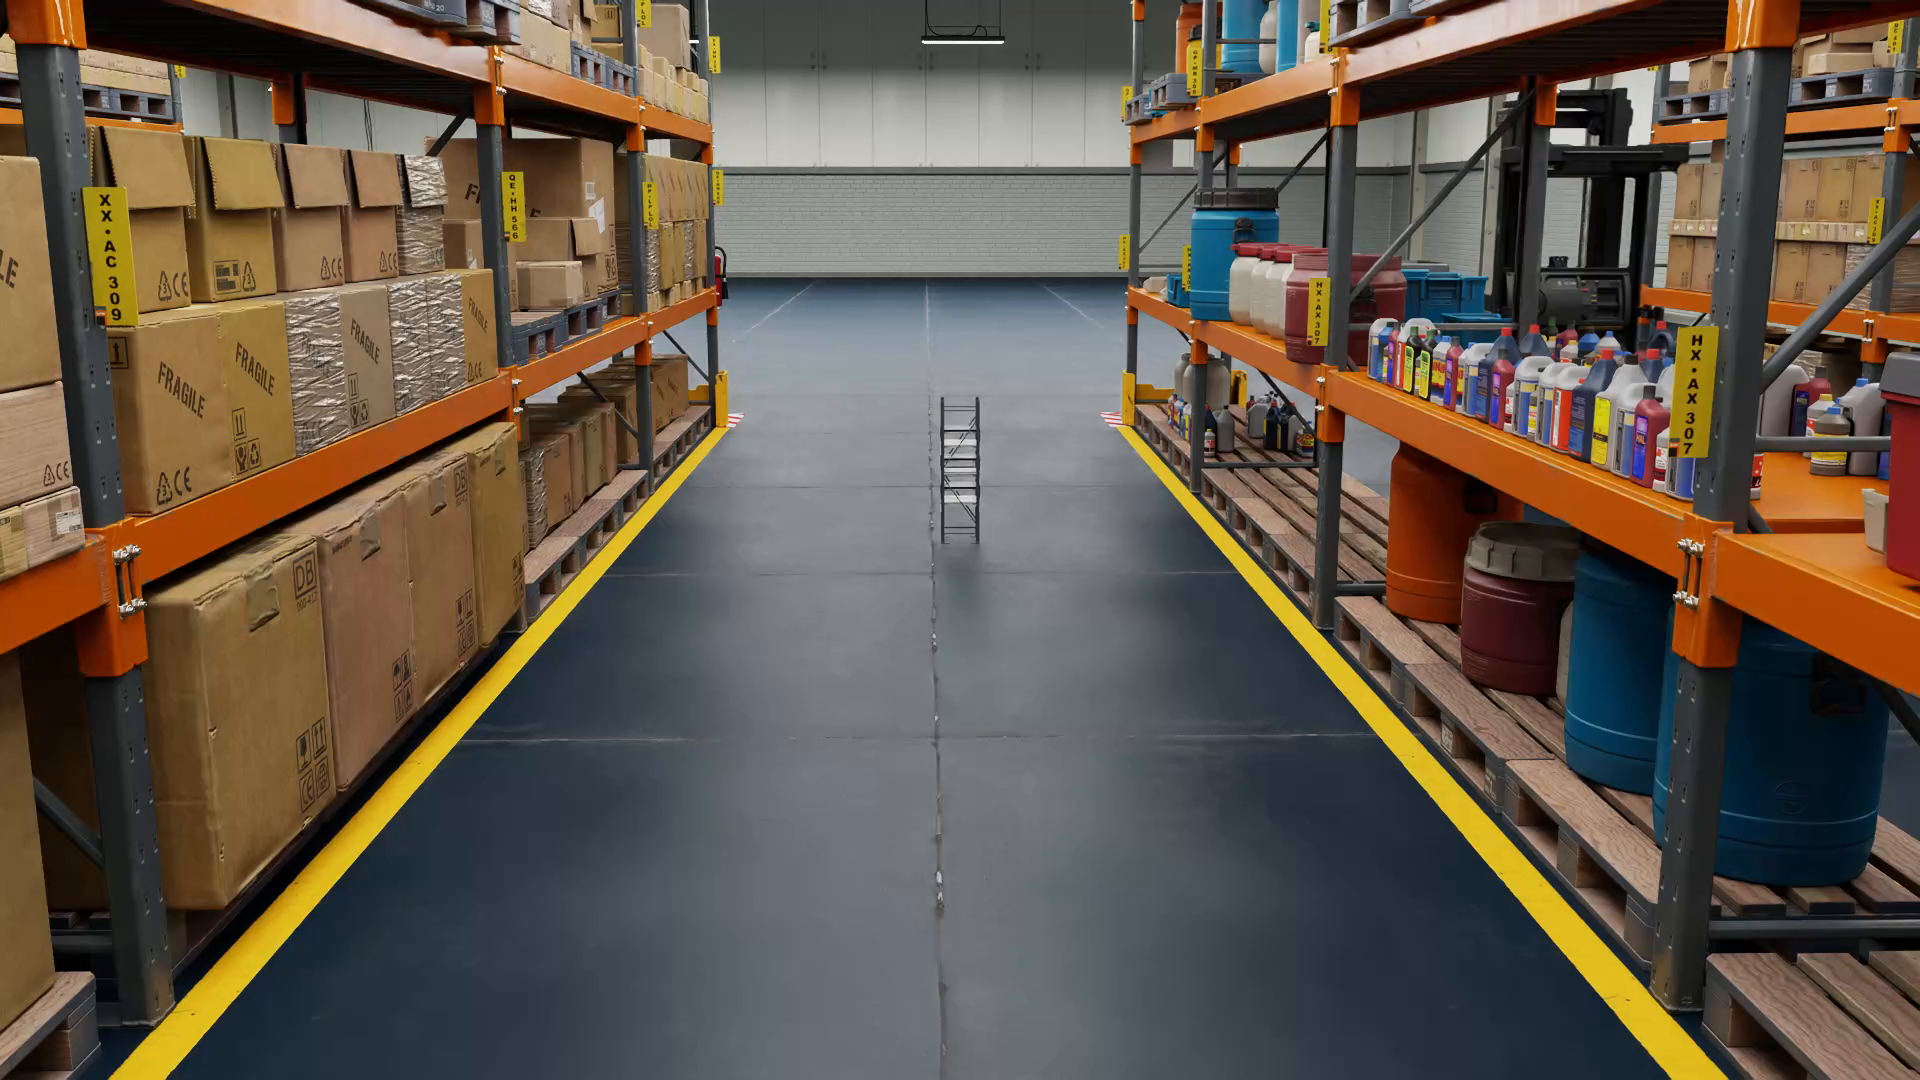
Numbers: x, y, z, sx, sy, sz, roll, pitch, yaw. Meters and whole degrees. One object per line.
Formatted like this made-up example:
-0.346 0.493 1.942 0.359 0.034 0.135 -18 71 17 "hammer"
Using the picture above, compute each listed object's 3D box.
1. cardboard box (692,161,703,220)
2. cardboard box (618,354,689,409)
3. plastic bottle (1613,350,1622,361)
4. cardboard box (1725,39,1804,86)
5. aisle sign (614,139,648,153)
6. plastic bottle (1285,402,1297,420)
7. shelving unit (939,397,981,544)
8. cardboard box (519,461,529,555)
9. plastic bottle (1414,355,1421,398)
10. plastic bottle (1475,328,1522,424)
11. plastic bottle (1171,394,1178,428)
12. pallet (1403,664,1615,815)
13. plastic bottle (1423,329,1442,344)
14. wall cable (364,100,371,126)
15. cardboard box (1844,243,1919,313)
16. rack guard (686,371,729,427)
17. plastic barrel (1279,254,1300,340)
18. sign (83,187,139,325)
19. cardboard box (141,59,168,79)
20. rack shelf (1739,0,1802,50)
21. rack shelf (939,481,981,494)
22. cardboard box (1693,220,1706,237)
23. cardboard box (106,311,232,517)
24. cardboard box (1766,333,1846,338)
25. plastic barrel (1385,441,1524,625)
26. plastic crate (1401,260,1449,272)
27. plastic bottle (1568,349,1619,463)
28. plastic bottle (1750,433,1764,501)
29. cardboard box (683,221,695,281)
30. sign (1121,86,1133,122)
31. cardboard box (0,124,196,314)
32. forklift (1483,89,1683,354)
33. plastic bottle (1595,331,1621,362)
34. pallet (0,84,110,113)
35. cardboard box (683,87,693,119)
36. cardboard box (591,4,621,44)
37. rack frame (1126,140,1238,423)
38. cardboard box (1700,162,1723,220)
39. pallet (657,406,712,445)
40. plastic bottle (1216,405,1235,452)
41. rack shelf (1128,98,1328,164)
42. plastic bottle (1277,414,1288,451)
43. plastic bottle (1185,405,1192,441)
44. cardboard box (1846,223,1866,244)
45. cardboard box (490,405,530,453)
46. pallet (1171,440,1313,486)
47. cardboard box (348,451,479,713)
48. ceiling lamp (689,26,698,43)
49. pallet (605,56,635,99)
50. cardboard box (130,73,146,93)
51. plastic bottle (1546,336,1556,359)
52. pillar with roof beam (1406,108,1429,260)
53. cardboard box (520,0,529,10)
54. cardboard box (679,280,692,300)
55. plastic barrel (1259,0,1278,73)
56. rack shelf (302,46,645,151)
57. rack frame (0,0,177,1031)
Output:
-2.558 -3.074 14.653 0.500 0.500 0.500 0 11 -1 "cardboard box"
-2.837 -1.454 15.411 0.500 0.500 0.500 2 12 9 "cardboard box"
2.718 -0.685 6.893 0.097 0.201 0.097 0 11 0 "plastic bottle"
6.832 -4.099 14.016 0.500 0.500 0.500 0 11 -1 "cardboard box"
-3.134 -3.882 15.612 0.394 0.787 0.004 0 11 -1 "aisle sign"
2.600 -0.902 13.016 0.144 0.351 0.185 0 11 0 "plastic bottle"
0.000 -0.439 10.462 0.258 0.900 0.210 0 11 -1 "shelving unit"
-2.701 -0.130 8.838 0.700 0.500 0.500 -1 11 -4 "cardboard box"
1.957 -0.701 6.969 0.097 0.201 0.097 0 11 0 "plastic bottle"
1.998 -0.608 6.137 0.144 0.351 0.185 0 11 -1 "plastic bottle"
1.831 -1.095 14.138 0.061 0.283 0.133 0 11 0 "plastic bottle"
2.365 0.738 6.391 1.003 0.211 1.213 0 11 -1 "pallet"
2.016 -0.762 7.094 0.097 0.271 0.097 0 11 0 "plastic bottle"
-15.244 -12.852 46.384 3.097 2.526 0.112 0 11 -1 "wall cable"
7.139 -1.979 12.518 0.700 0.500 0.500 -1 11 -3 "cardboard box"
-2.831 -1.357 15.990 1.175 0.500 0.348 0 11 -1 "rack guard"
2.041 -1.369 9.483 0.421 0.512 0.421 0 11 0 "plastic barrel"
-2.030 -0.677 3.977 0.100 0.325 0.005 0 11 -1 "sign"
-7.504 -4.298 14.976 0.500 0.250 0.500 0 11 0 "cardboard box"
2.408 -0.952 1.972 1.077 0.370 4.000 0 11 -1 "rack shelf"
0.000 -0.319 10.486 0.258 0.077 0.200 0 11 -1 "rack shelf"
6.876 -2.823 15.047 0.380 0.149 0.250 0 11 -1 "cardboard box"
-2.344 -0.353 4.504 0.500 0.500 0.500 0 11 -1 "cardboard box"
7.415 -1.559 14.671 0.500 0.500 0.500 0 11 -1 "cardboard box"
2.312 -0.072 7.773 0.600 0.830 0.708 0 11 -1 "plastic barrel"
2.557 -1.381 9.661 0.402 0.464 0.583 0 11 -1 "plastic crate"
2.017 -0.426 5.238 0.144 0.351 0.185 0 11 -1 "plastic bottle"
2.160 -0.216 4.579 0.097 0.201 0.097 0 11 0 "plastic bottle"
-2.752 -2.484 14.259 0.875 0.500 0.500 0 11 -1 "cardboard box"
1.569 -4.090 15.610 0.100 0.325 0.005 0 11 -1 "sign"
-2.606 -0.879 4.574 0.797 0.503 0.637 -1 11 -3 "cardboard box"
4.564 -1.861 12.358 1.130 2.935 3.031 0 11 0 "forklift"
2.716 -0.739 6.982 0.097 0.271 0.097 0 11 0 "plastic bottle"
-7.740 -3.633 13.600 1.003 0.211 1.213 0 11 -1 "pallet"
-2.554 -3.698 14.074 0.500 0.250 0.500 0 11 0 "cardboard box"
-3.072 -4.211 13.968 0.500 0.500 0.500 0 11 -1 "cardboard box"
2.119 -2.617 15.916 1.000 3.000 0.127 0 11 -1 "rack frame"
7.086 -3.114 14.849 0.700 0.500 0.500 -1 11 -3 "cardboard box"
-2.850 -1.054 15.222 1.003 0.211 1.213 0 11 -1 "pallet"
2.044 -0.867 12.845 0.144 0.351 0.185 0 11 -1 "plastic bottle"
2.160 -3.337 13.730 1.077 0.370 4.000 0 11 -1 "rack shelf"
2.493 -0.835 12.858 0.061 0.283 0.133 0 11 -1 "plastic bottle"
1.890 -0.969 13.346 0.144 0.351 0.185 0 11 -2 "plastic bottle"
6.931 -2.311 12.524 0.380 0.149 0.250 0 11 -2 "cardboard box"
-2.732 -0.603 9.283 0.500 0.250 0.500 1 12 5 "cardboard box"
2.229 -0.589 12.933 1.003 0.211 1.213 0 11 -1 "pallet"
-2.663 0.143 6.597 1.225 0.875 0.875 0 11 -1 "cardboard box"
-6.993 -13.439 39.488 2.000 3.185 0.800 0 11 -1 "ceiling lamp"
-2.844 -3.057 11.010 1.213 0.211 1.003 0 11 -1 "pallet"
-7.438 -4.033 14.672 0.380 0.149 0.250 0 11 0 "cardboard box"
2.703 -0.828 7.596 0.097 0.201 0.097 0 11 0 "plastic bottle"
7.979 -11.408 44.160 9.100 9.000 0.548 0 11 -1 "pillar with roof beam"
-2.420 -2.865 8.085 0.500 0.500 0.500 0 11 -1 "cardboard box"
-2.485 -2.120 14.098 0.380 0.149 0.250 0 11 -1 "cardboard box"
2.389 -3.639 12.072 0.421 0.512 0.421 0 11 0 "plastic barrel"
-2.709 -2.522 9.710 1.077 0.370 4.000 0 11 -1 "rack shelf"
-2.585 -0.212 4.058 1.000 3.000 0.127 0 11 -1 "rack frame"
